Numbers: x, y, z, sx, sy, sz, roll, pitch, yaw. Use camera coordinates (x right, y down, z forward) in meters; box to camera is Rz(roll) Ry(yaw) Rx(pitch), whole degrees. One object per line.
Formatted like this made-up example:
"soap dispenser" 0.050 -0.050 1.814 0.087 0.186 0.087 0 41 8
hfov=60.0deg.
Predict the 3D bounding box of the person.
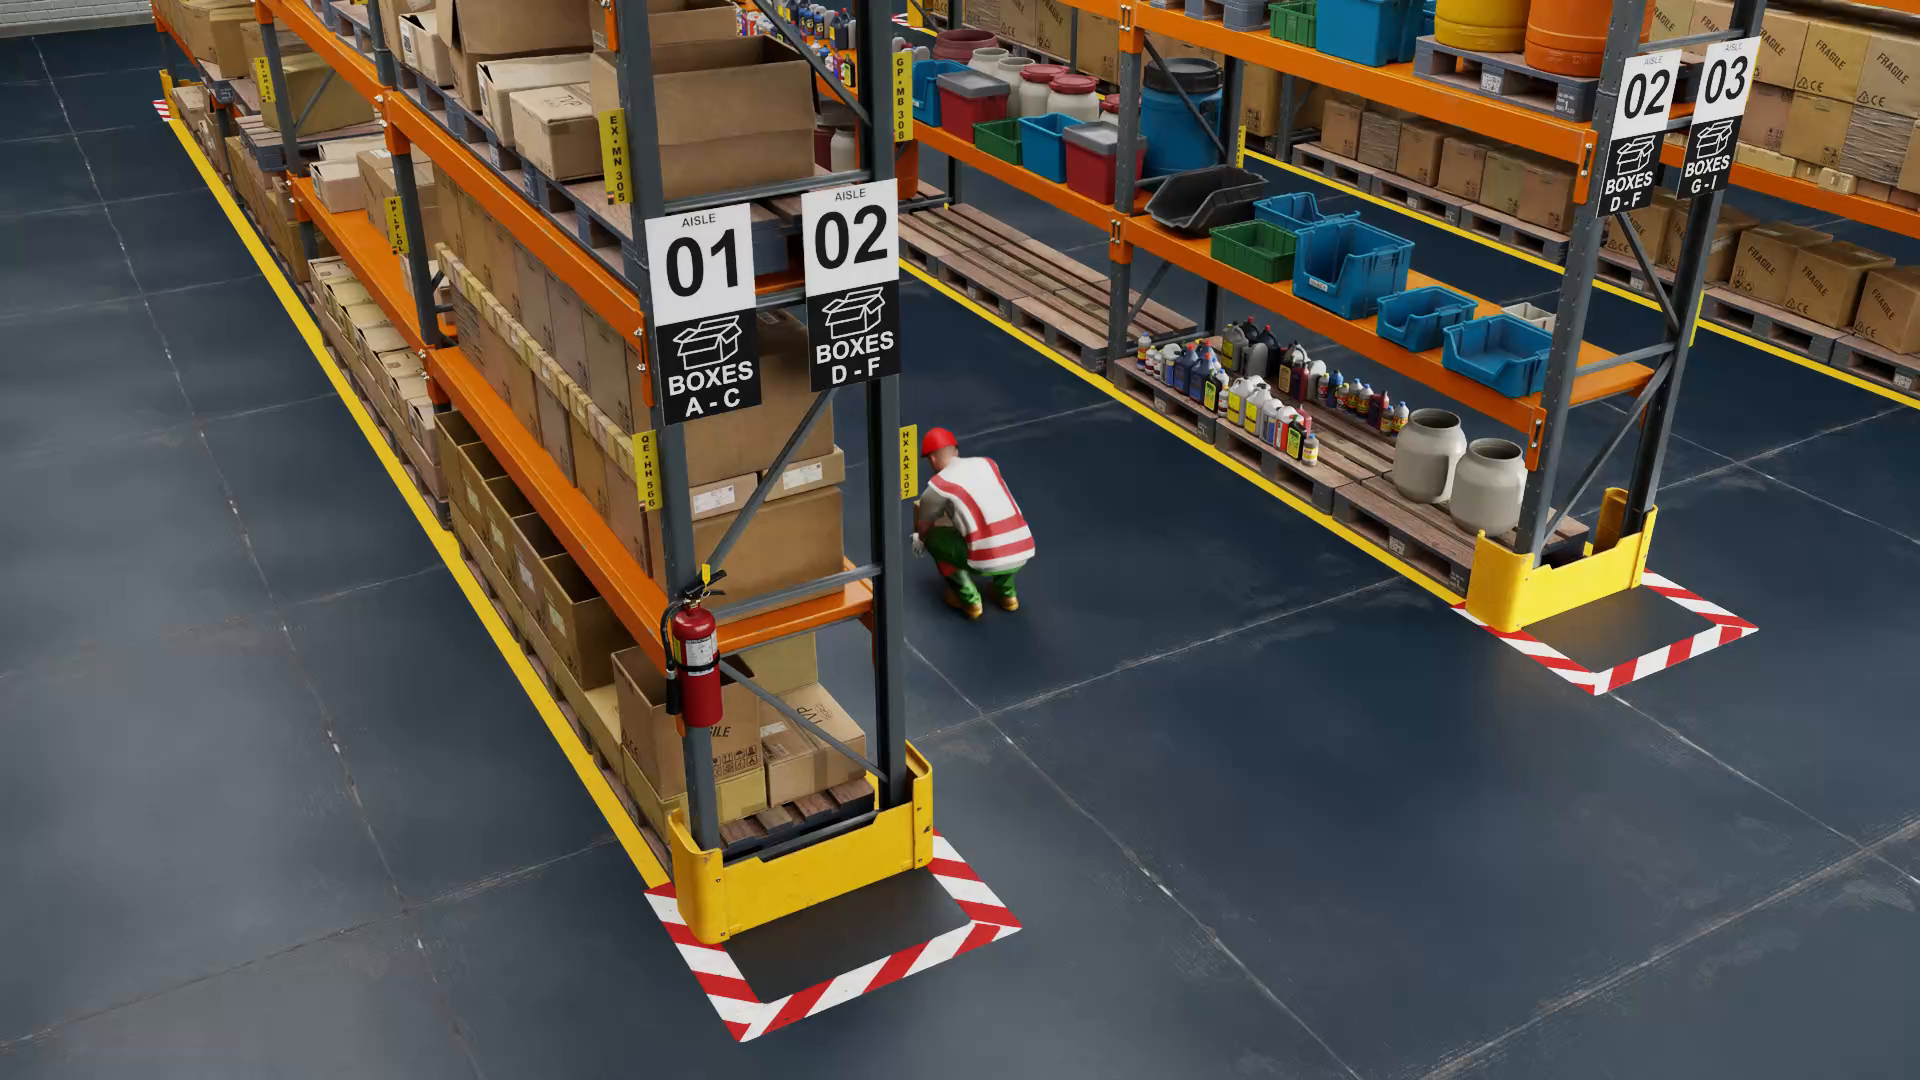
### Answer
"person" 0.051 -0.107 9.570 0.553 0.998 0.885 -16 33 -27
